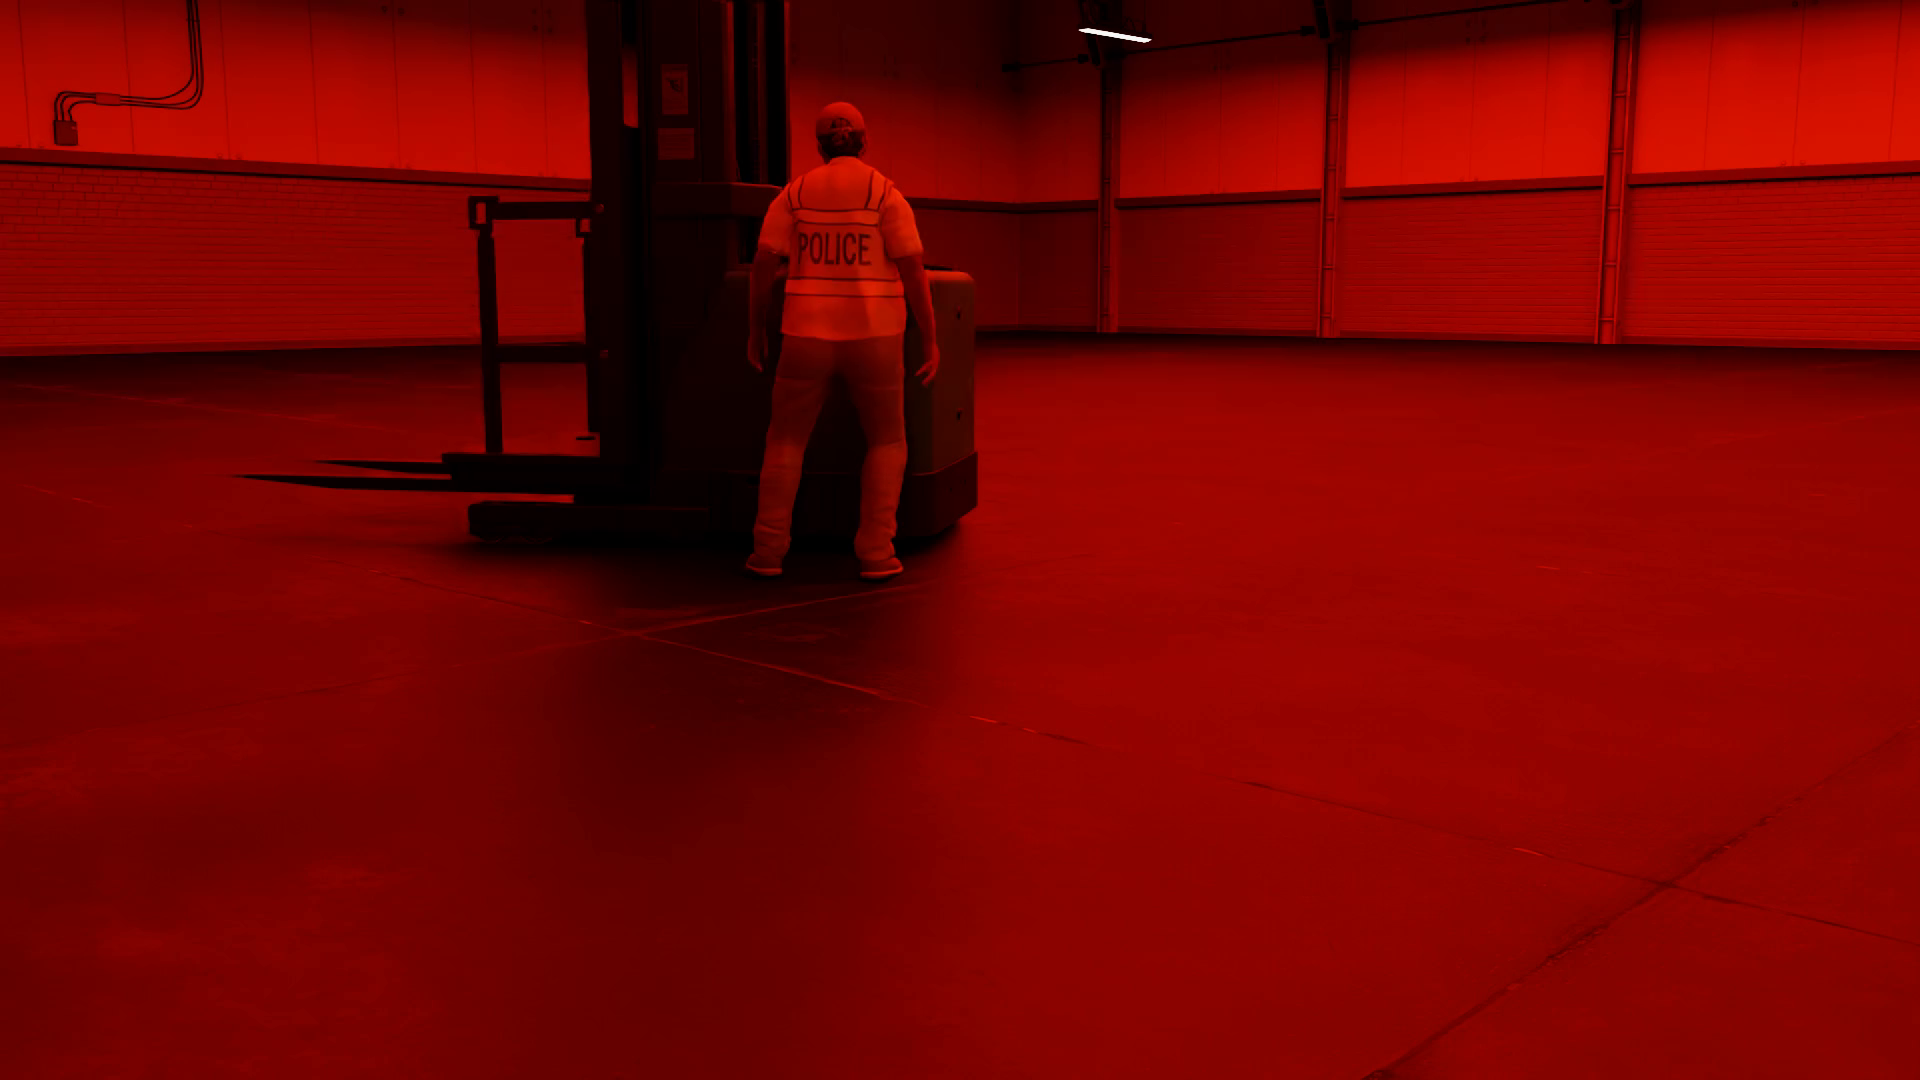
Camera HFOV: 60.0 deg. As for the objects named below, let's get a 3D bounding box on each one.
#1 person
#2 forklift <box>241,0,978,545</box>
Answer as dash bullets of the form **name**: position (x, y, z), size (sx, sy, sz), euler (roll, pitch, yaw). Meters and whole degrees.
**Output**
- **person**: position (-0.425, -0.690, 5.797), size (0.723, 1.643, 0.426), euler (1, 9, 8)
- **forklift**: position (-1.494, -1.506, 6.872), size (3.031, 2.935, 1.130), euler (2, 9, 11)
